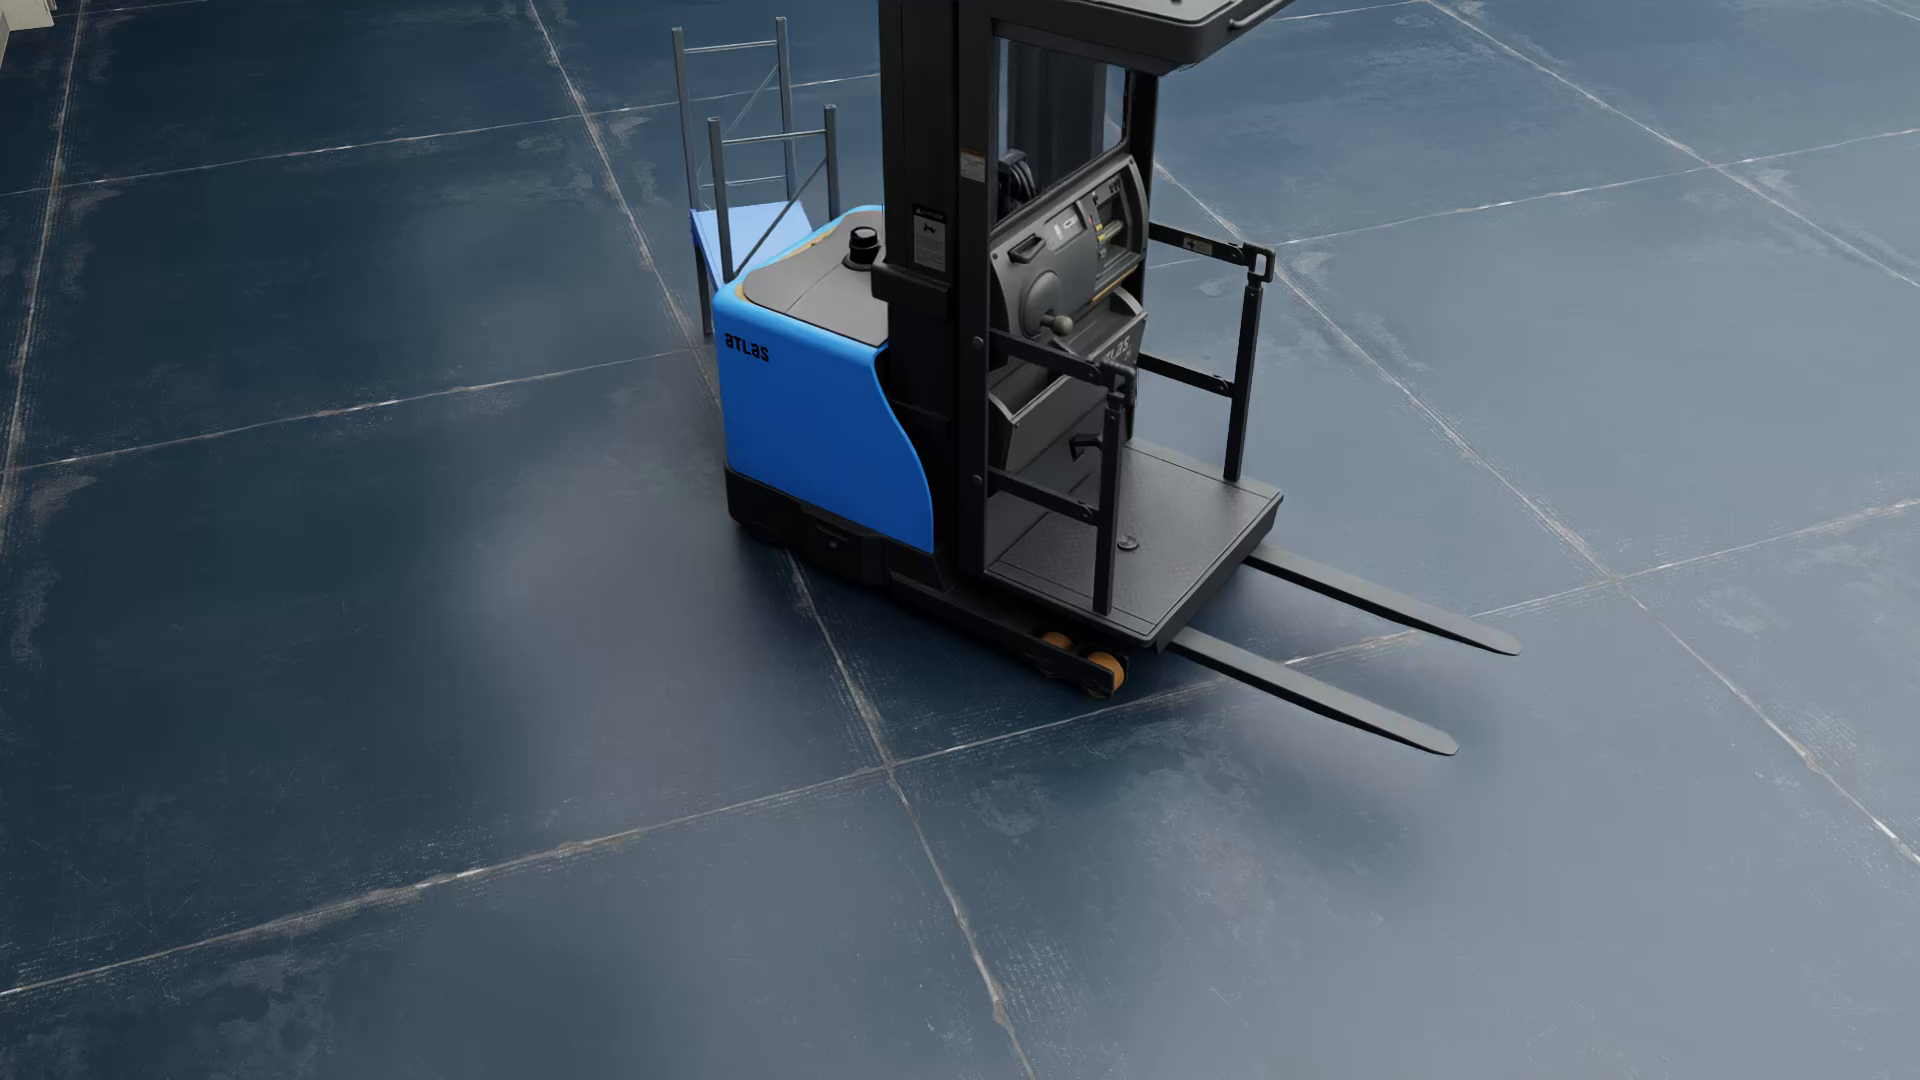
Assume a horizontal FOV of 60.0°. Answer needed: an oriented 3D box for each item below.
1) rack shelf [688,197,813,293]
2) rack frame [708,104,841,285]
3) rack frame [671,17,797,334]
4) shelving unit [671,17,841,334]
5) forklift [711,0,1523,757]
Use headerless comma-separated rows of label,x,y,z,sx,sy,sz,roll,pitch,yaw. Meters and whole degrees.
rack shelf,-0.868,-1.212,7.412,0.538,0.185,1.000,-10,38,-13
rack frame,-0.730,-1.062,6.913,0.500,1.500,0.032,-10,38,-13
rack frame,-1.006,-1.651,7.695,0.500,1.500,0.032,-10,38,-13
shelving unit,-0.868,-1.356,7.304,0.538,1.500,1.048,-10,38,-13
forklift,0.557,-0.967,5.598,3.031,2.935,1.130,22,42,27
